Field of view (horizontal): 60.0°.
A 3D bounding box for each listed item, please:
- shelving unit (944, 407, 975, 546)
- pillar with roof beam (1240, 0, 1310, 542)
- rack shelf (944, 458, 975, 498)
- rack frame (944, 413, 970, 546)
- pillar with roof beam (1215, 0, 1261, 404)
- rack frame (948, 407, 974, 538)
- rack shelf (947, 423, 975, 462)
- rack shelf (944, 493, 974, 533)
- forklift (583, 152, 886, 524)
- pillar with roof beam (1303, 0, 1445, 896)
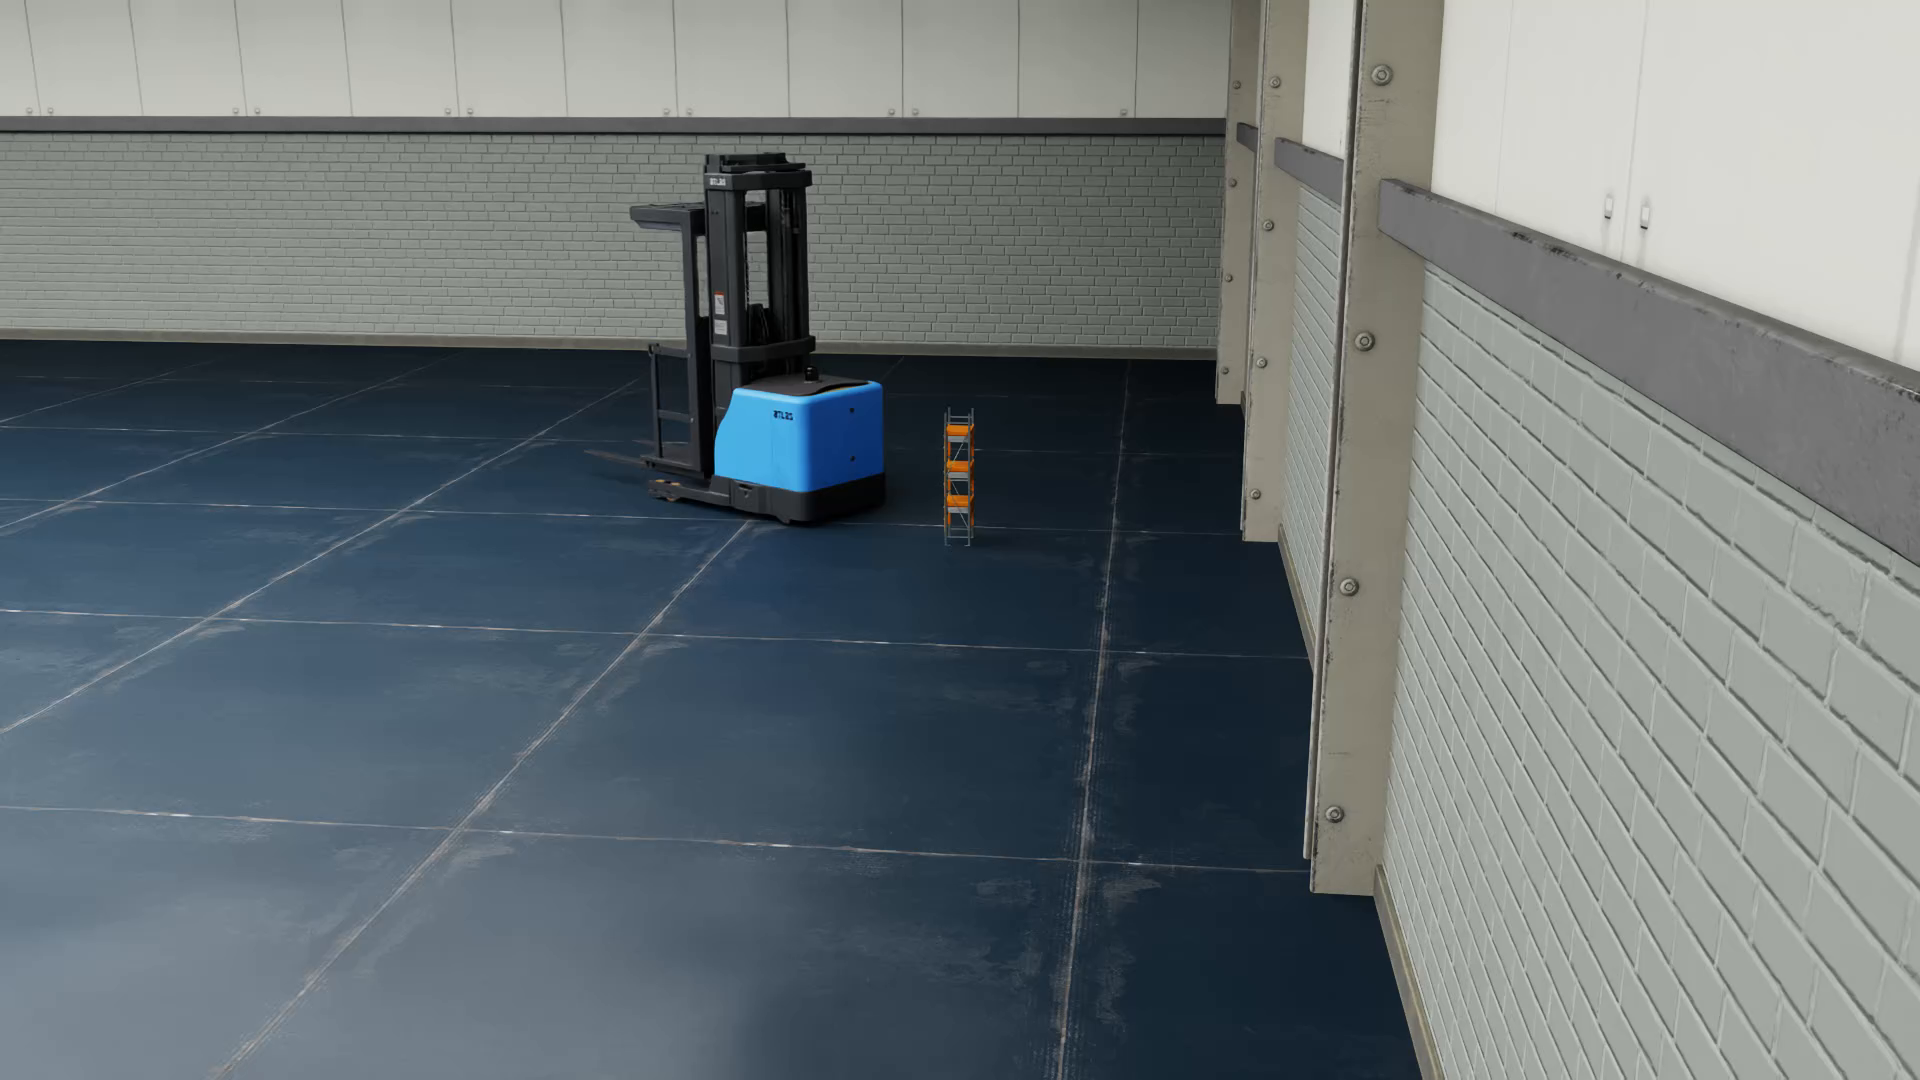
[{"bbox_3d":[-0.006,-0.493,12.974,0.215,1.050,0.252,2,15,6],"label":"shelving unit"},{"bbox_3d":[-1.868,-4.510,12.601,9.100,9.000,0.400,2,15,6],"label":"pillar with roof beam"},{"bbox_3d":[-0.006,-0.483,12.976,0.215,0.259,0.240,2,15,6],"label":"rack shelf"},{"bbox_3d":[-0.020,-0.461,12.857,0.200,1.050,0.008,2,15,6],"label":"rack frame"},{"bbox_3d":[-1.191,-6.066,18.356,9.100,9.000,0.400,2,15,6],"label":"pillar with roof beam"},{"bbox_3d":[0.008,-0.525,13.091,0.200,1.050,0.008,2,15,6],"label":"rack frame"},{"bbox_3d":[-0.006,-0.757,12.902,0.215,0.259,0.240,2,15,6],"label":"rack shelf"},{"bbox_3d":[-0.006,-0.214,13.049,0.215,0.259,0.240,2,15,6],"label":"rack shelf"},{"bbox_3d":[-2.096,-1.840,14.353,3.031,2.935,1.130,12,19,37],"label":"forklift"},{"bbox_3d":[-2.545,-2.954,6.846,9.100,9.000,0.400,2,15,6],"label":"pillar with roof beam"}]
